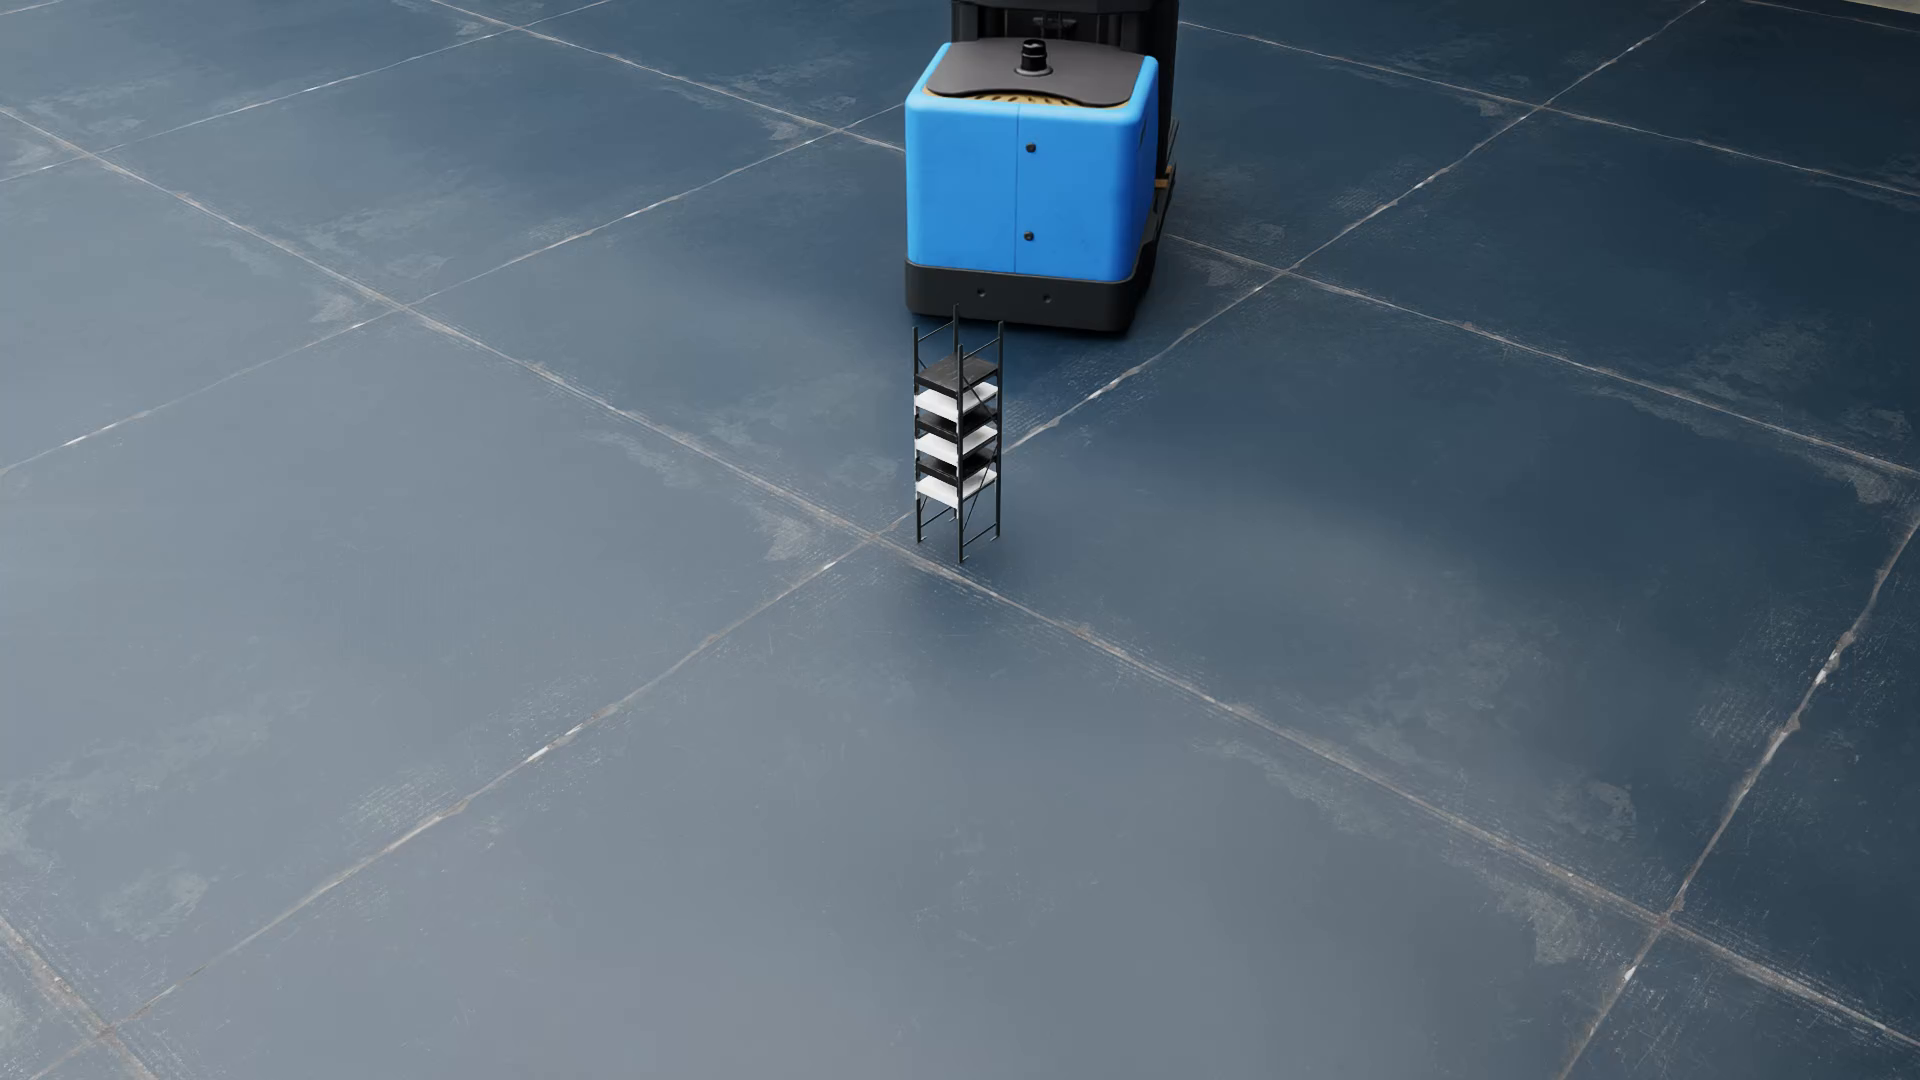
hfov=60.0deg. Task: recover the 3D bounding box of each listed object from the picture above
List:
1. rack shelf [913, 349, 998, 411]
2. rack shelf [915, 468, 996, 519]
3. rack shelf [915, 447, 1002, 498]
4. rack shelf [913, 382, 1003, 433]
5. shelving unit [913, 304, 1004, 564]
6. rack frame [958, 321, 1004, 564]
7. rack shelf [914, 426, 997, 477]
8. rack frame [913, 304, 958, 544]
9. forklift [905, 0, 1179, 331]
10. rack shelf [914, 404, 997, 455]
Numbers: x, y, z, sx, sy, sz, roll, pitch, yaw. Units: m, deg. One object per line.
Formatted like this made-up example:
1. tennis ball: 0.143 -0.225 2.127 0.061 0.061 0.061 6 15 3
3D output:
1. rack shelf: -0.006 -0.569 5.866 0.200 0.077 0.258 25 42 32
2. rack shelf: -0.006 -0.198 6.120 0.200 0.077 0.258 25 42 32
3. rack shelf: -0.006 -0.272 6.069 0.200 0.077 0.258 25 42 32
4. rack shelf: -0.006 -0.495 5.917 0.200 0.077 0.258 25 42 32
5. shelving unit: -0.006 -0.374 6.000 0.210 0.900 0.258 25 42 32
6. rack frame: 0.072 -0.337 5.946 0.006 0.900 0.240 25 42 32
7. rack shelf: -0.006 -0.346 6.018 0.200 0.077 0.258 25 42 32
8. rack frame: -0.084 -0.411 6.053 0.006 0.900 0.240 25 42 32
9. forklift: 0.548 -2.977 7.996 1.130 2.935 3.031 7 35 10
10. rack shelf: -0.006 -0.421 5.967 0.200 0.077 0.258 25 42 32
